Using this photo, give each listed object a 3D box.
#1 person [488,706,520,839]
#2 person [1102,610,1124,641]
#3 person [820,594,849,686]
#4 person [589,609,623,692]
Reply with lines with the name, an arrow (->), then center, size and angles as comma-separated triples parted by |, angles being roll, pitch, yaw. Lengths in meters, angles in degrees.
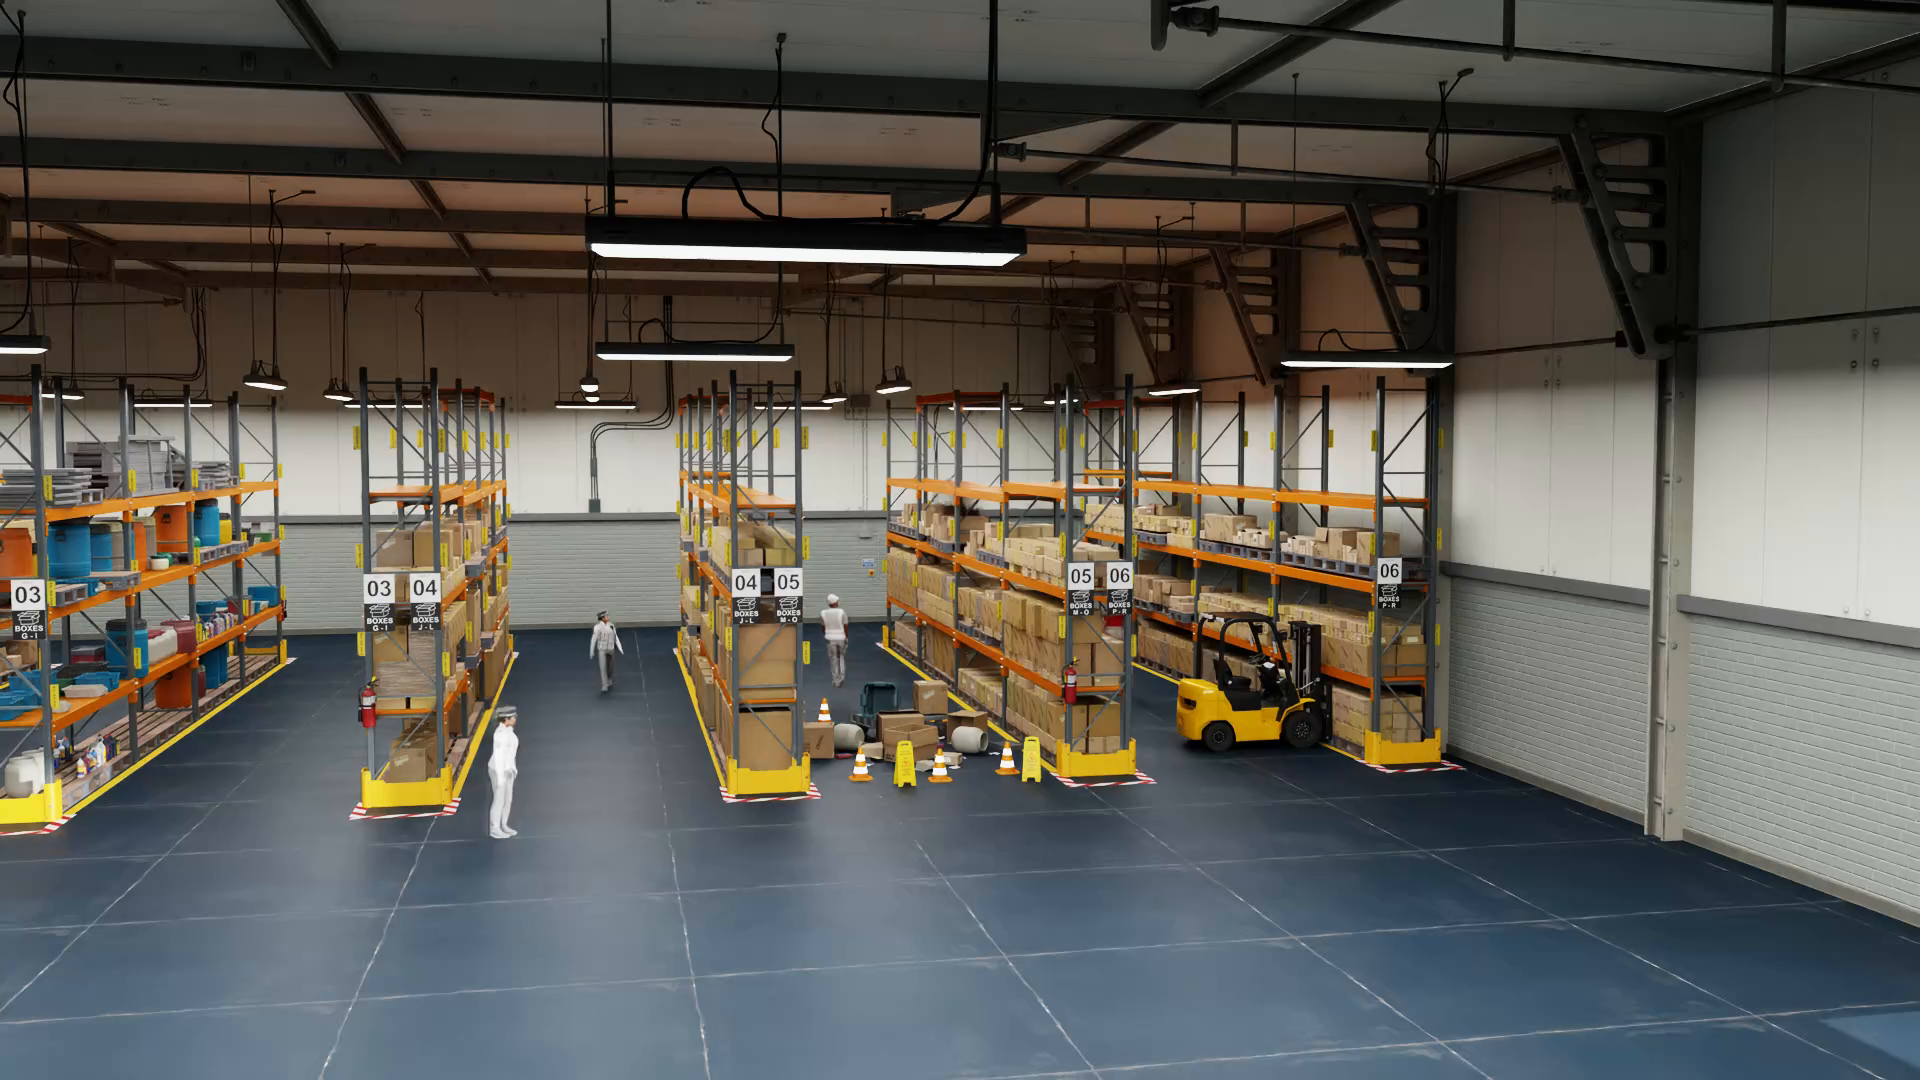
person -> -5.763, 2.926, 21.013 | 0.383, 1.673, 0.518 | 0, 3, 4
person -> 3.029, 1.919, 32.956 | 0.604, 1.759, 0.678 | -1, 4, -22
person -> -2.432, 1.935, 31.937 | 0.528, 1.814, 0.655 | -1, 4, -19
person -> -7.099, 2.192, 33.352 | 0.657, 1.638, 1.030 | -1, 4, -16
